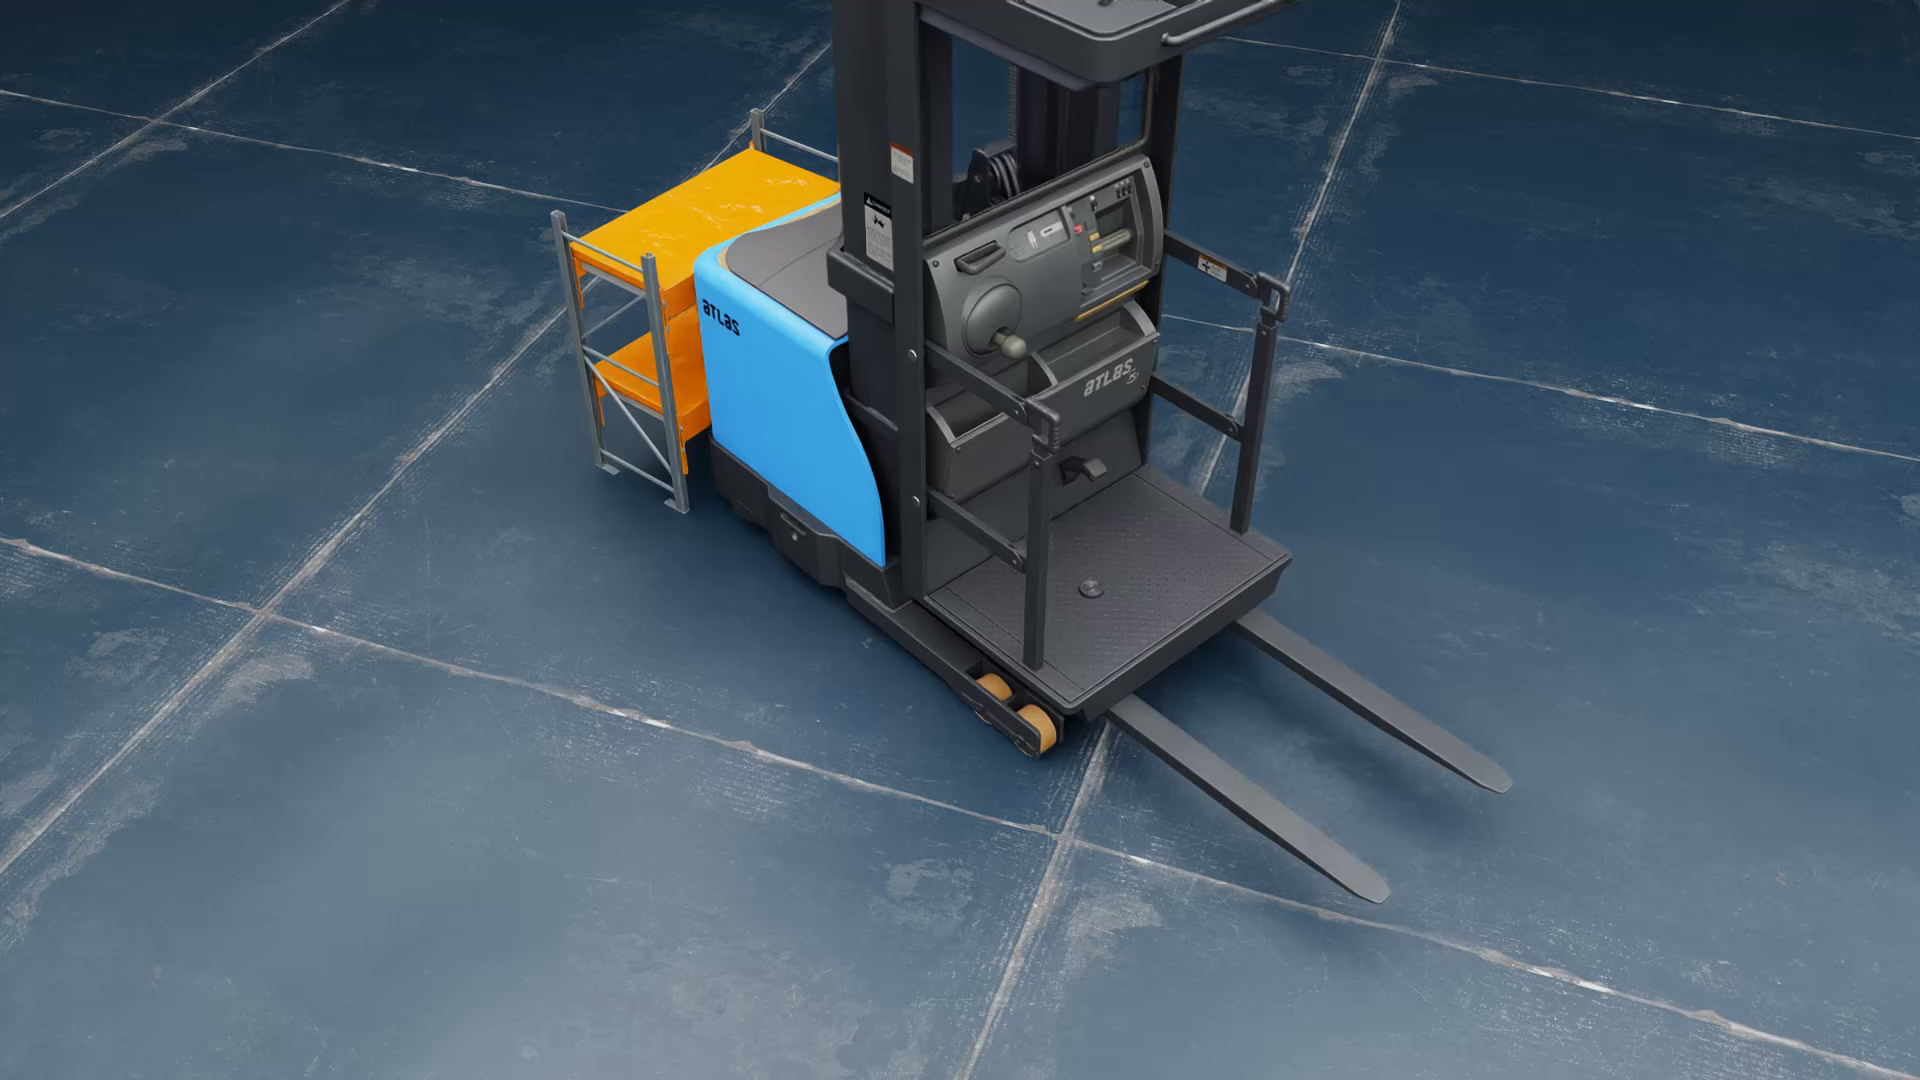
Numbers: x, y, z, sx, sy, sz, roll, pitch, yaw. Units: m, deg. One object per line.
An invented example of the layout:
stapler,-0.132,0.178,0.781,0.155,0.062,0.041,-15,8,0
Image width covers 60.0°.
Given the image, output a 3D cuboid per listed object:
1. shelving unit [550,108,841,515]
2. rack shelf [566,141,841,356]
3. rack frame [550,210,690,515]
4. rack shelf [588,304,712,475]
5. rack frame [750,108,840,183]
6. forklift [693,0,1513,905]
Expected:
shelving unit,-0.927,-0.892,6.429,0.538,1.125,1.048,27,47,28
rack shelf,-0.927,-1.115,6.239,0.538,0.278,1.000,27,47,28
rack frame,-1.241,-0.633,6.125,0.500,1.125,0.032,27,47,28
rack shelf,-0.927,-0.706,6.588,0.538,0.278,1.000,27,47,28
rack frame,-0.613,-1.152,6.733,0.500,1.125,0.032,27,47,28
forklift,0.417,-0.789,4.916,1.130,2.935,3.031,-30,49,-31
